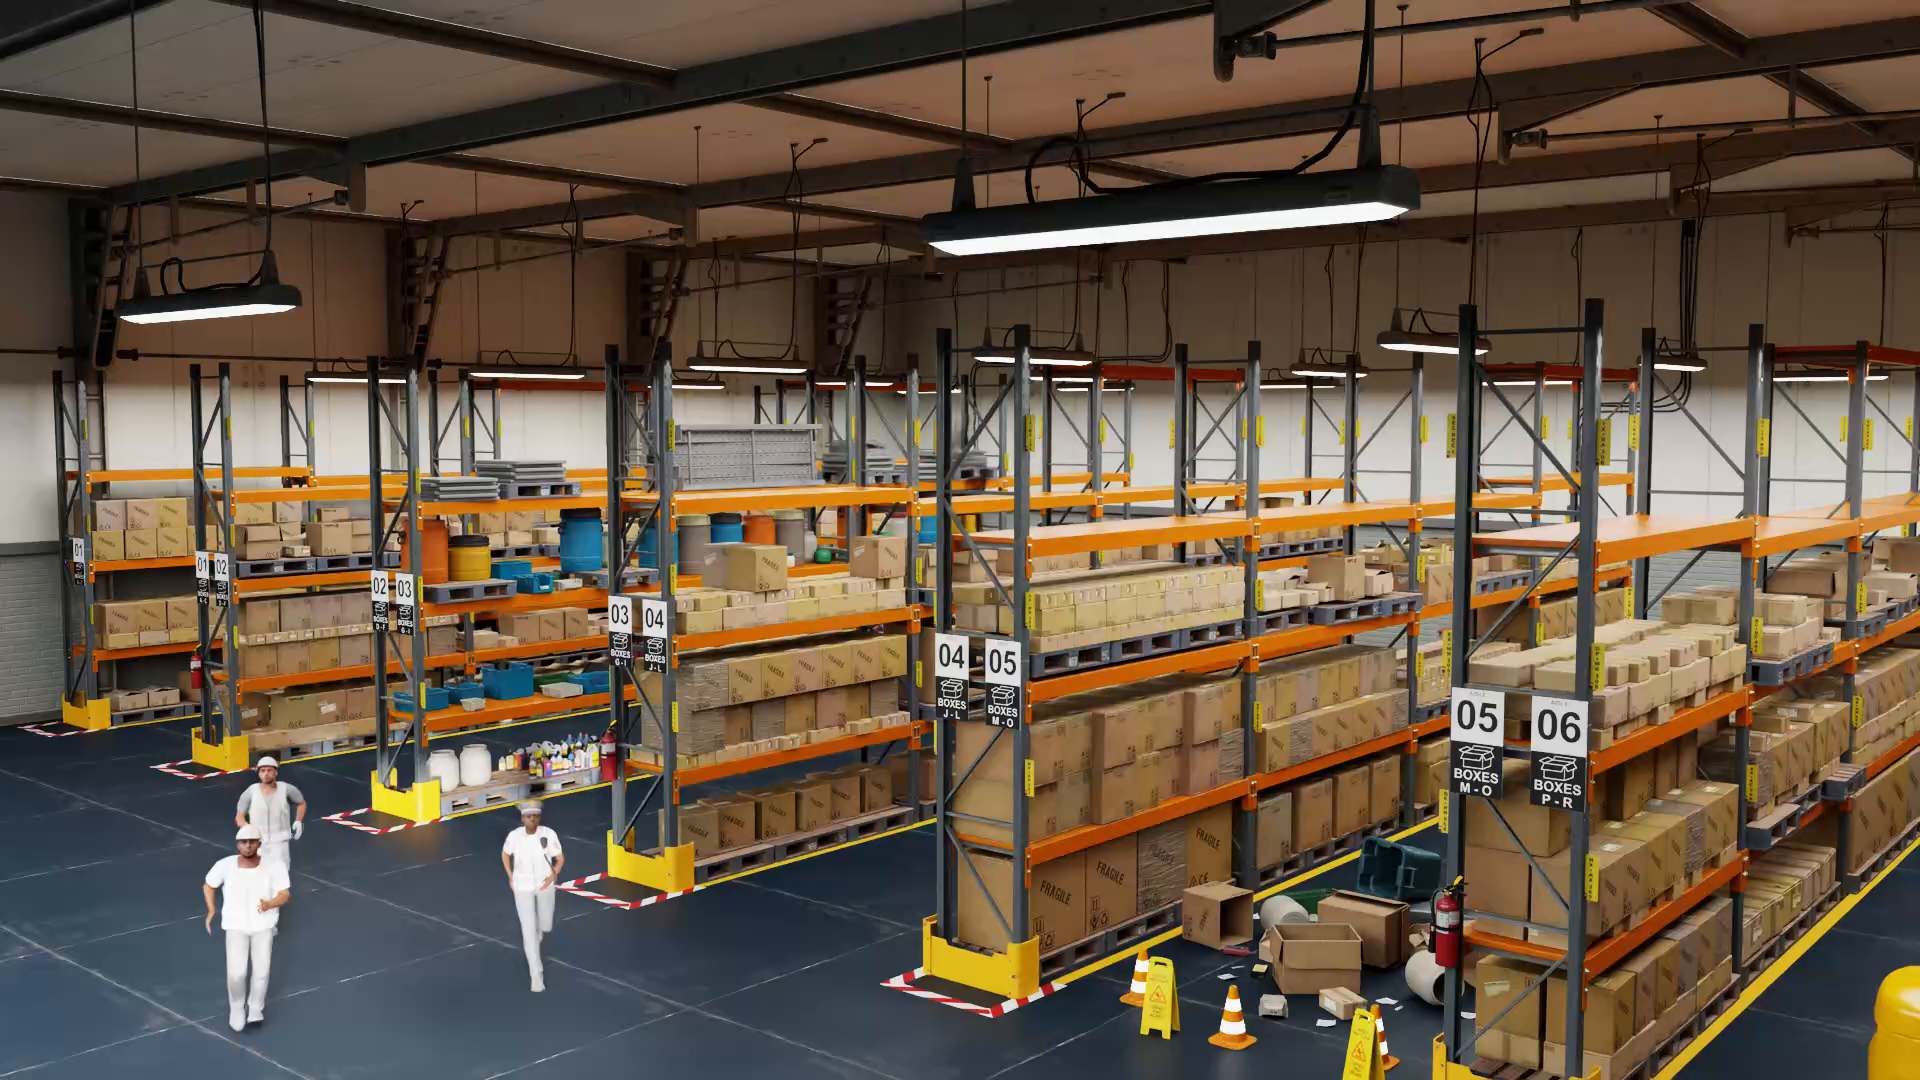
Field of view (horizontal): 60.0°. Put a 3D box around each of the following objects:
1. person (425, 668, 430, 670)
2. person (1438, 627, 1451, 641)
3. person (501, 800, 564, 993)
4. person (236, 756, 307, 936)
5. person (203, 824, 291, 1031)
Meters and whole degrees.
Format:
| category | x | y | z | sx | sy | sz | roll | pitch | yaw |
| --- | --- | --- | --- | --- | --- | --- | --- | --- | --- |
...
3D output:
| category | x | y | z | sx | sy | sz | roll | pitch | yaw |
| --- | --- | --- | --- | --- | --- | --- | --- | --- | --- |
| person | -9.589 | 2.158 | 29.621 | 0.640 | 1.825 | 0.727 | 3 | 5 | 38 |
| person | 7.974 | 2.316 | 27.130 | 0.906 | 1.819 | 0.671 | -4 | 6 | -45 |
| person | -3.956 | 3.240 | 15.454 | 0.545 | 1.708 | 1.012 | -2 | 4 | -23 |
| person | -7.023 | 3.077 | 16.978 | 0.668 | 1.754 | 0.825 | -1 | 4 | -19 |
| person | -5.997 | 3.269 | 14.019 | 0.676 | 1.742 | 0.673 | -2 | 5 | -25 |
